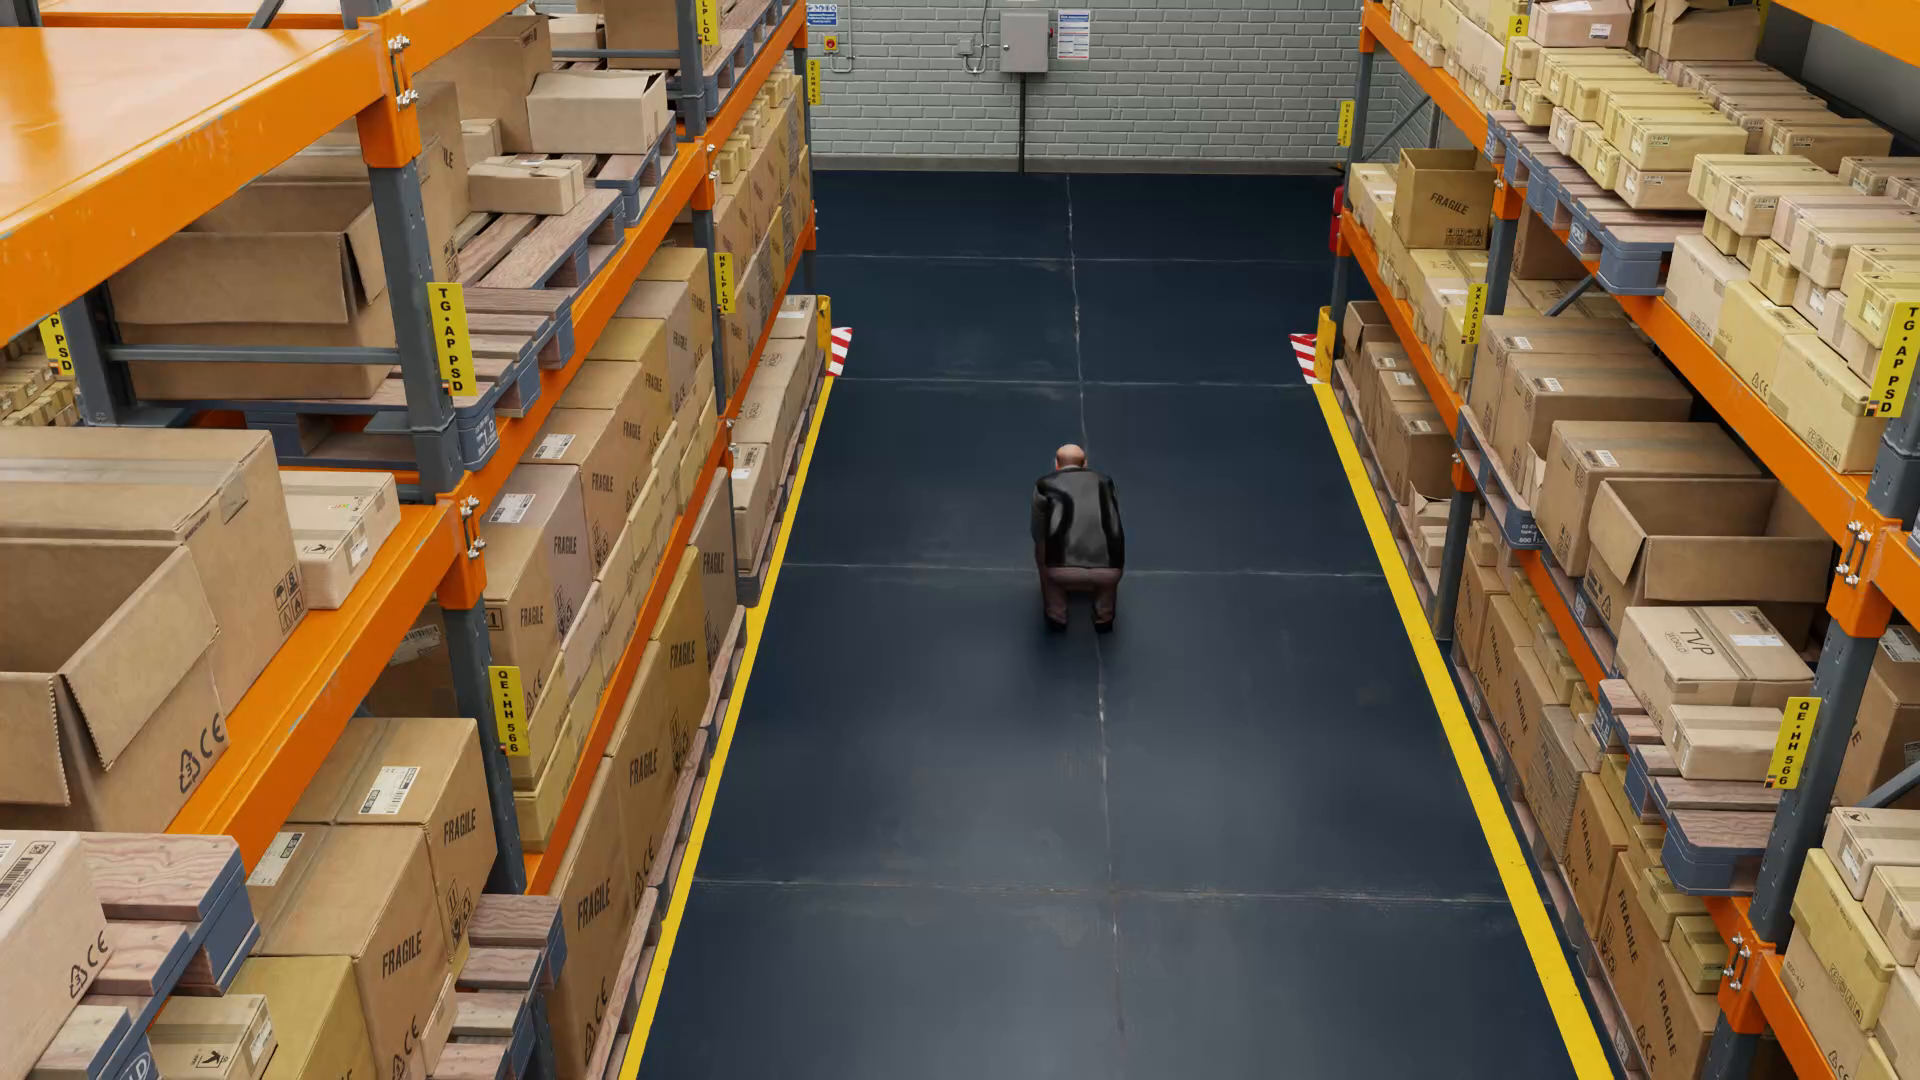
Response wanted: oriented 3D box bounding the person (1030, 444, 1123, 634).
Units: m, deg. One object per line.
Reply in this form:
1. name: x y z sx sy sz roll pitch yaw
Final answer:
1. person: 0.671 0.013 9.513 0.539 0.897 0.857 1 28 2
